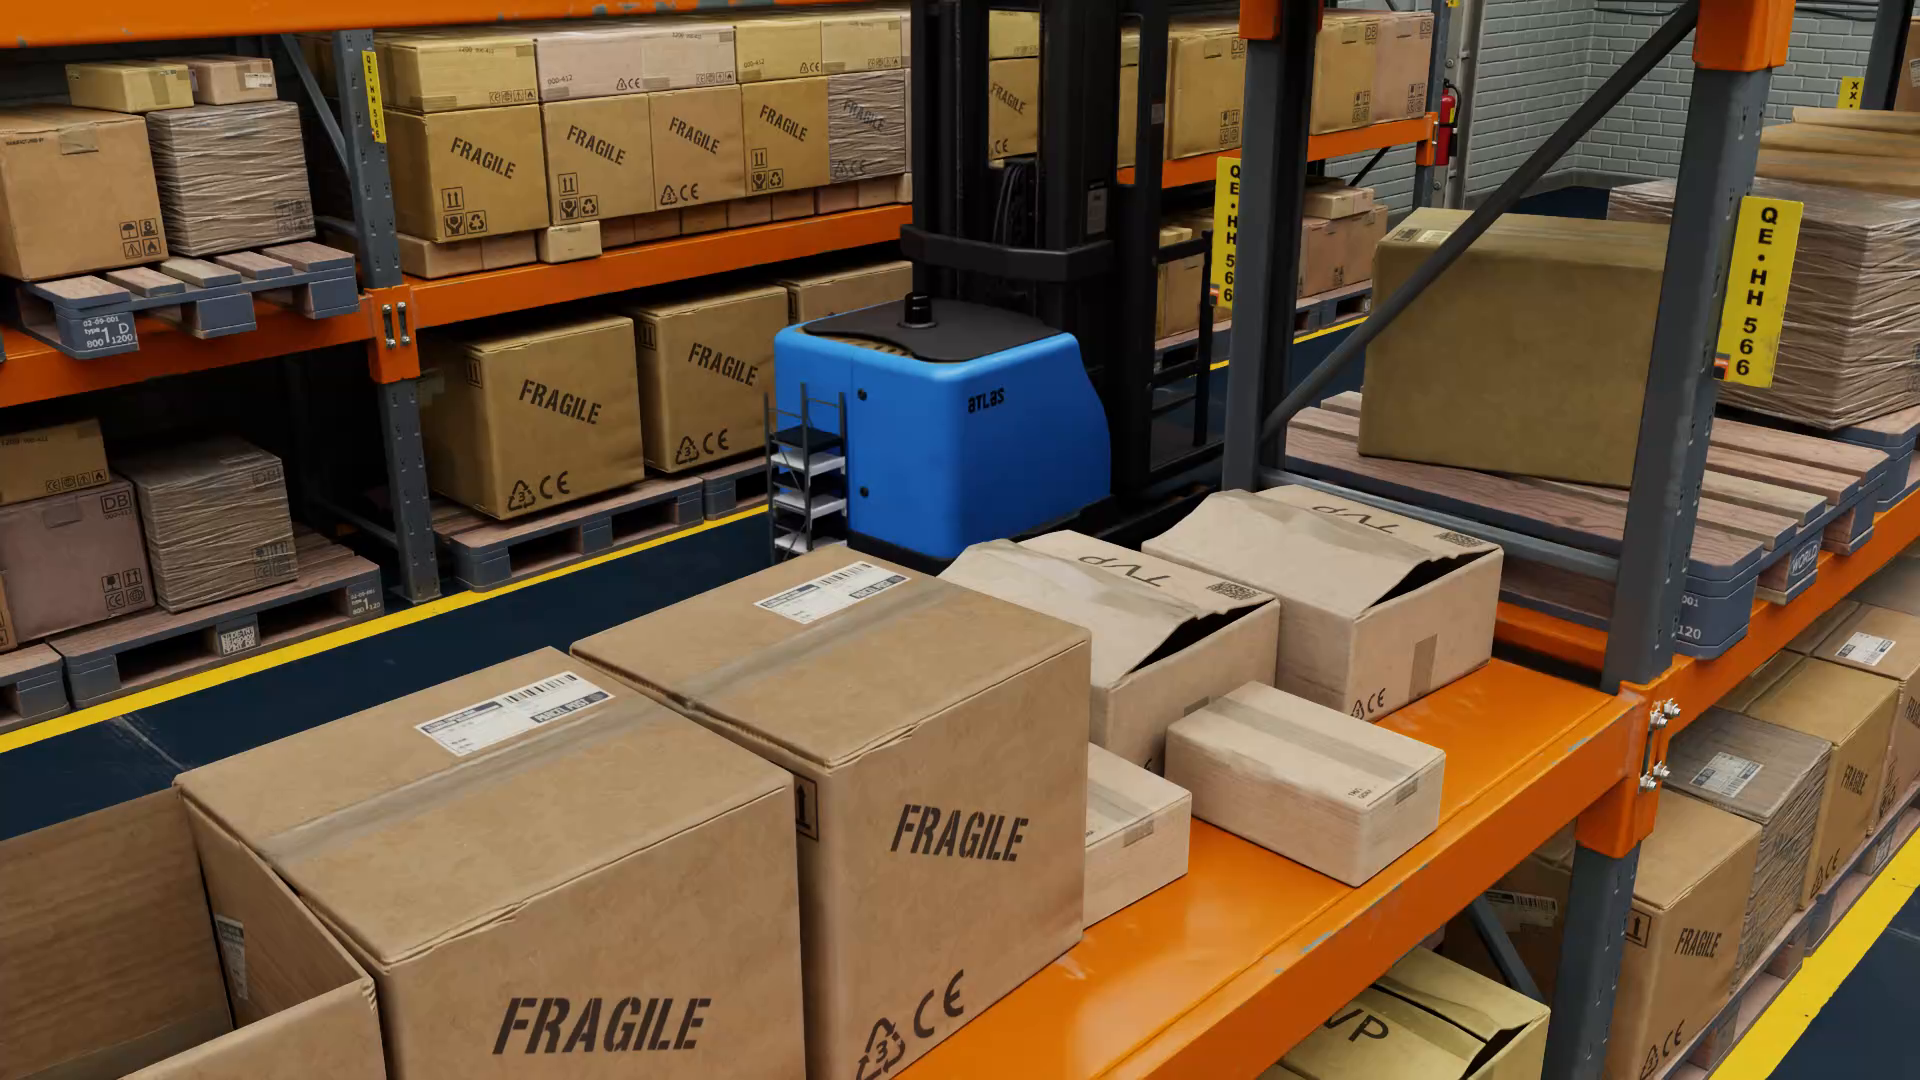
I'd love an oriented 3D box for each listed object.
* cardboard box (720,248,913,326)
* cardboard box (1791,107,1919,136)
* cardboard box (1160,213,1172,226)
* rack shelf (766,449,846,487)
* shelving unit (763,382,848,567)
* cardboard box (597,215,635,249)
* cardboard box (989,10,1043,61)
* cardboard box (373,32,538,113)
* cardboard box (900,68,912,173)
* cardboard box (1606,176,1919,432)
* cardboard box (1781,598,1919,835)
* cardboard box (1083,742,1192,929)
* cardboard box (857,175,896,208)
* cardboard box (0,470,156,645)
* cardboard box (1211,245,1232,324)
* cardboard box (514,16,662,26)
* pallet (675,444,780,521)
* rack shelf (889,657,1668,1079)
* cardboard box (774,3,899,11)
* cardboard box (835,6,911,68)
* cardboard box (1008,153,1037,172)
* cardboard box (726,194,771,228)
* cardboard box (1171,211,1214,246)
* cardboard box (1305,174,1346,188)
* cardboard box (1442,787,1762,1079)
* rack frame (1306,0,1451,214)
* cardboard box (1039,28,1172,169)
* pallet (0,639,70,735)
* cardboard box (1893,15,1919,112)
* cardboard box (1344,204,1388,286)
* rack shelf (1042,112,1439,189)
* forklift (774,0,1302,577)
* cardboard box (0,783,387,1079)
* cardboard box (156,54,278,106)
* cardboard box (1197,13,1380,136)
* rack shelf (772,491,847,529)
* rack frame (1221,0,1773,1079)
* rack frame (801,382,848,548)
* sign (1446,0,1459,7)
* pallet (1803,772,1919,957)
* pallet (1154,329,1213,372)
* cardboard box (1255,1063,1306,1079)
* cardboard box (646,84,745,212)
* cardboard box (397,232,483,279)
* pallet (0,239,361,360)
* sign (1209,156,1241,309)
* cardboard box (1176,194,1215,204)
[{"bbox_3d":[-0.751,-1.059,8.559,0.750,0.750,0.750,-19,28,-40],"label":"cardboard box"},{"bbox_3d":[3.289,-1.233,5.877,0.700,0.500,0.500,9,23,23],"label":"cardboard box"},{"bbox_3d":[1.129,-2.010,10.617,0.380,0.149,0.250,18,27,39],"label":"cardboard box"},{"bbox_3d":[-0.620,-0.302,6.697,0.258,0.077,0.200,17,27,38],"label":"rack shelf"},{"bbox_3d":[-0.620,-0.165,6.750,0.258,0.900,0.210,17,27,38],"label":"shelving unit"},{"bbox_3d":[-1.652,-1.391,7.334,0.380,0.149,0.250,19,28,40],"label":"cardboard box"},{"bbox_3d":[0.085,-2.656,8.676,0.500,0.250,0.500,-19,28,-41],"label":"cardboard box"},{"bbox_3d":[-2.041,-1.871,6.635,0.500,0.250,0.500,-19,28,-41],"label":"cardboard box"},{"bbox_3d":[-0.263,-2.174,8.469,0.500,0.500,0.500,20,28,41],"label":"cardboard box"},{"bbox_3d":[2.122,-0.648,4.355,0.500,0.500,0.700,-14,25,-32],"label":"cardboard box"},{"bbox_3d":[2.586,0.489,4.992,0.500,0.500,0.500,18,27,39],"label":"cardboard box"},{"bbox_3d":[0.140,0.431,2.622,0.250,0.149,0.380,-18,27,-38],"label":"cardboard box"},{"bbox_3d":[-0.538,-1.774,8.332,0.380,0.149,0.250,19,28,41],"label":"cardboard box"},{"bbox_3d":[-3.471,-0.004,6.274,0.700,0.500,0.500,19,28,41],"label":"cardboard box"},{"bbox_3d":[1.535,-1.750,10.846,0.500,0.500,0.700,-19,28,-41],"label":"cardboard box"},{"bbox_3d":[-1.708,-2.256,7.637,0.500,0.250,0.500,18,28,39],"label":"cardboard box"},{"bbox_3d":[-1.108,-0.461,8.480,1.003,0.211,1.213,19,28,41],"label":"pallet"},{"bbox_3d":[-0.406,0.822,2.258,1.077,0.370,4.000,19,28,41],"label":"rack shelf"},{"bbox_3d":[-0.640,-2.651,8.663,0.500,0.250,0.500,20,28,41],"label":"cardboard box"},{"bbox_3d":[-0.279,-2.527,8.340,0.500,0.250,0.500,-19,28,-41],"label":"cardboard box"},{"bbox_3d":[0.195,-2.029,8.995,0.380,0.149,0.250,20,28,41],"label":"cardboard box"},{"bbox_3d":[-1.105,-1.582,7.833,0.380,0.149,0.250,19,28,41],"label":"cardboard box"},{"bbox_3d":[1.556,-1.970,10.514,0.380,0.149,0.250,18,28,39],"label":"cardboard box"},{"bbox_3d":[2.545,-2.532,11.977,0.380,0.149,0.250,20,28,41],"label":"cardboard box"},{"bbox_3d":[1.511,0.888,3.954,0.500,0.500,0.500,-19,28,-40],"label":"cardboard box"},{"bbox_3d":[3.018,-3.323,12.039,1.000,3.000,0.127,19,28,41],"label":"rack frame"},{"bbox_3d":[0.618,-2.570,9.663,0.700,0.700,0.980,-20,28,-41],"label":"cardboard box"},{"bbox_3d":[-3.960,0.548,5.856,1.003,0.211,1.213,19,28,41],"label":"pallet"},{"bbox_3d":[3.947,-1.764,6.451,0.500,0.500,0.500,19,28,41],"label":"cardboard box"},{"bbox_3d":[2.601,-2.147,11.879,0.700,0.500,0.500,19,28,41],"label":"cardboard box"},{"bbox_3d":[1.623,-2.473,10.831,1.077,0.370,4.000,19,28,41],"label":"rack shelf"},{"bbox_3d":[0.566,-1.516,7.433,1.130,2.935,3.031,17,27,38],"label":"forklift"},{"bbox_3d":[-0.887,0.625,1.628,0.500,0.500,0.500,-18,27,-38],"label":"cardboard box"},{"bbox_3d":[-2.782,-1.725,6.226,0.380,0.149,0.250,15,26,34],"label":"cardboard box"},{"bbox_3d":[2.170,-3.140,11.144,0.980,0.700,0.700,19,28,40],"label":"cardboard box"},{"bbox_3d":[-0.620,-0.134,6.762,0.258,0.077,0.200,17,27,38],"label":"rack shelf"},{"bbox_3d":[0.989,-0.028,3.466,1.000,3.000,0.127,19,28,41],"label":"rack frame"},{"bbox_3d":[-0.553,-0.193,6.821,0.240,0.900,0.006,17,27,38],"label":"rack frame"},{"bbox_3d":[3.397,-3.835,11.427,0.100,0.325,0.005,19,28,41],"label":"sign"},{"bbox_3d":[2.388,0.779,5.253,1.003,0.211,1.213,19,28,41],"label":"pallet"},{"bbox_3d":[0.814,-1.169,10.322,1.003,0.211,1.213,19,28,41],"label":"pallet"},{"bbox_3d":[0.442,1.129,2.921,0.500,0.311,0.500,19,28,40],"label":"cardboard box"},{"bbox_3d":[-1.322,-1.782,7.448,0.500,0.500,0.500,19,28,40],"label":"cardboard box"},{"bbox_3d":[-2.167,-1.185,6.800,0.380,0.149,0.250,19,28,40],"label":"cardboard box"},{"bbox_3d":[-2.984,-0.967,6.178,1.213,0.211,1.003,19,28,41],"label":"pallet"},{"bbox_3d":[0.594,-0.665,3.620,0.100,0.325,0.005,19,28,41],"label":"sign"},{"bbox_3d":[1.662,-2.206,11.128,0.380,0.149,0.250,20,28,41],"label":"cardboard box"}]
